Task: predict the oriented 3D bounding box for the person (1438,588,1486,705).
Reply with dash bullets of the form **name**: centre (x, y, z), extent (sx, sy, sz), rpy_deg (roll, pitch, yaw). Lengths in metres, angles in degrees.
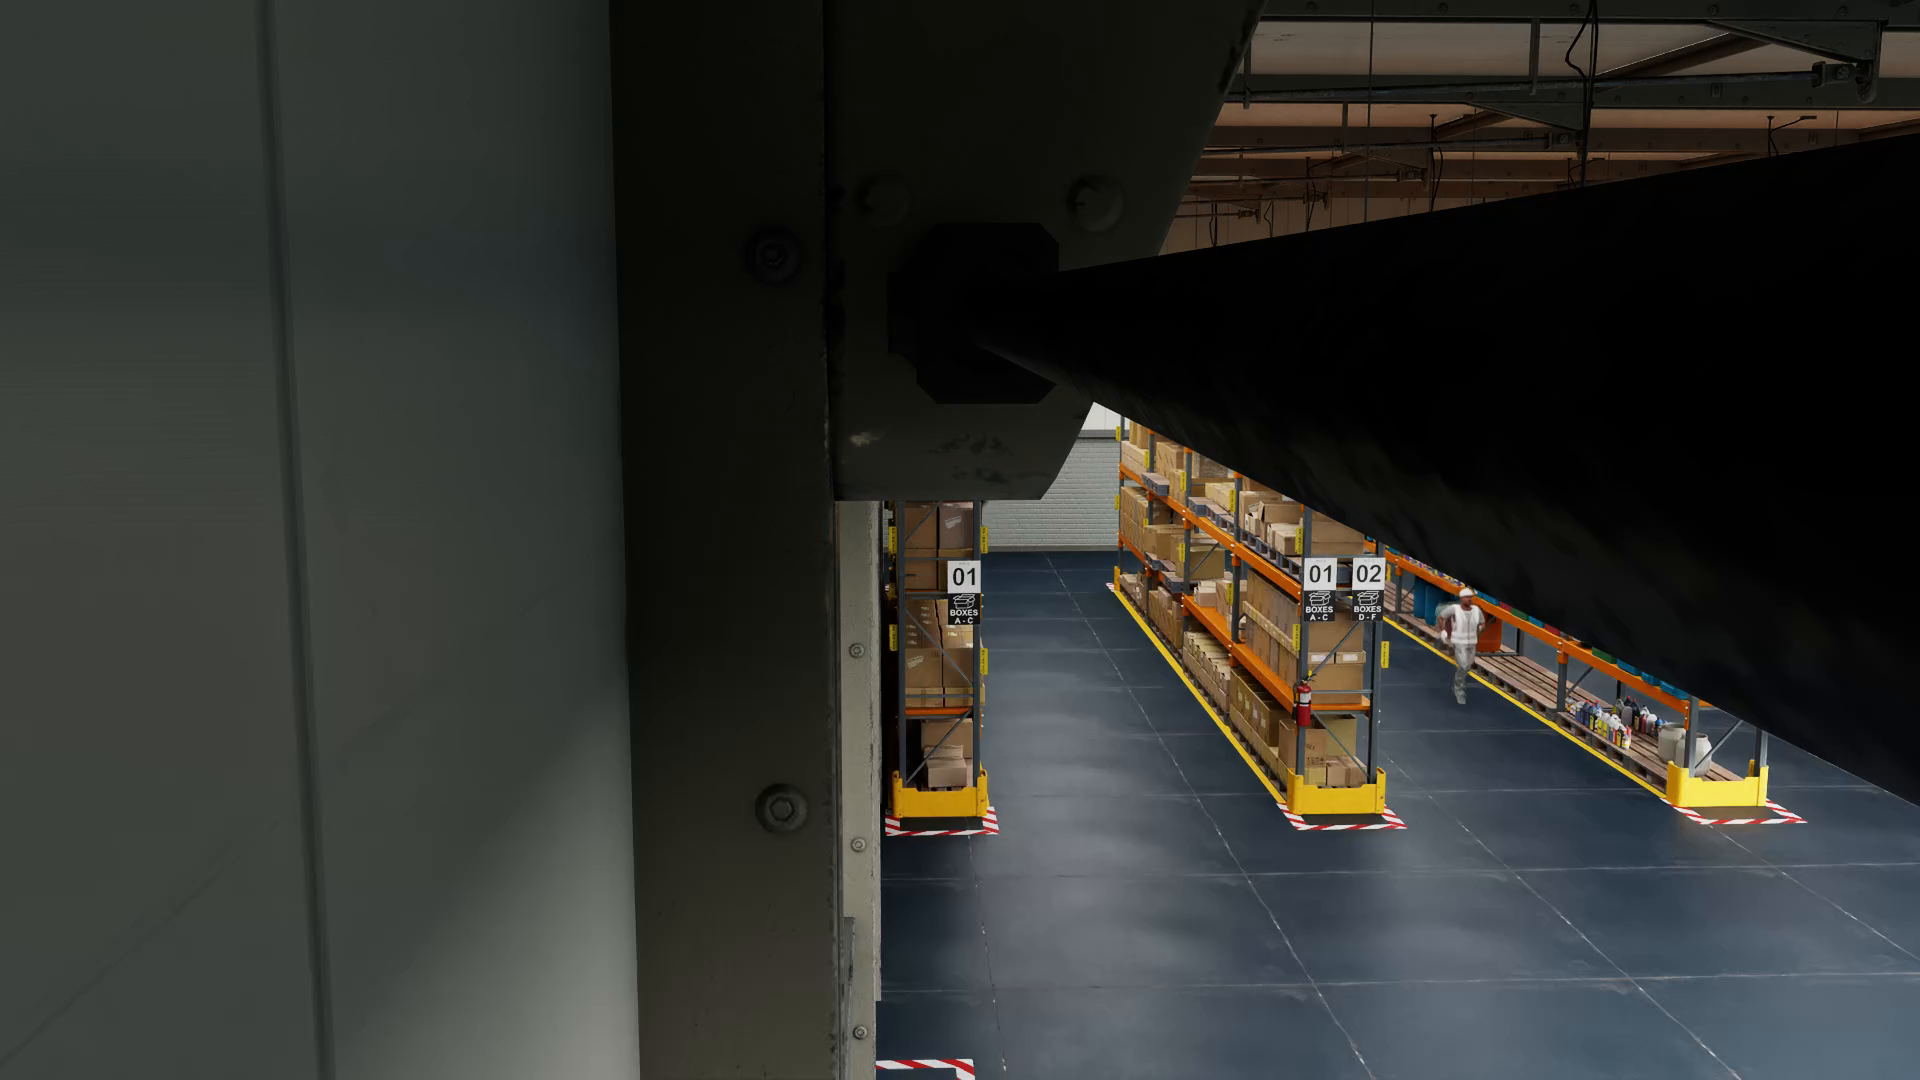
- **person**: centre (7.973, 1.672, 26.314), extent (0.662, 1.841, 0.776), rpy_deg (-2, 8, -13)
